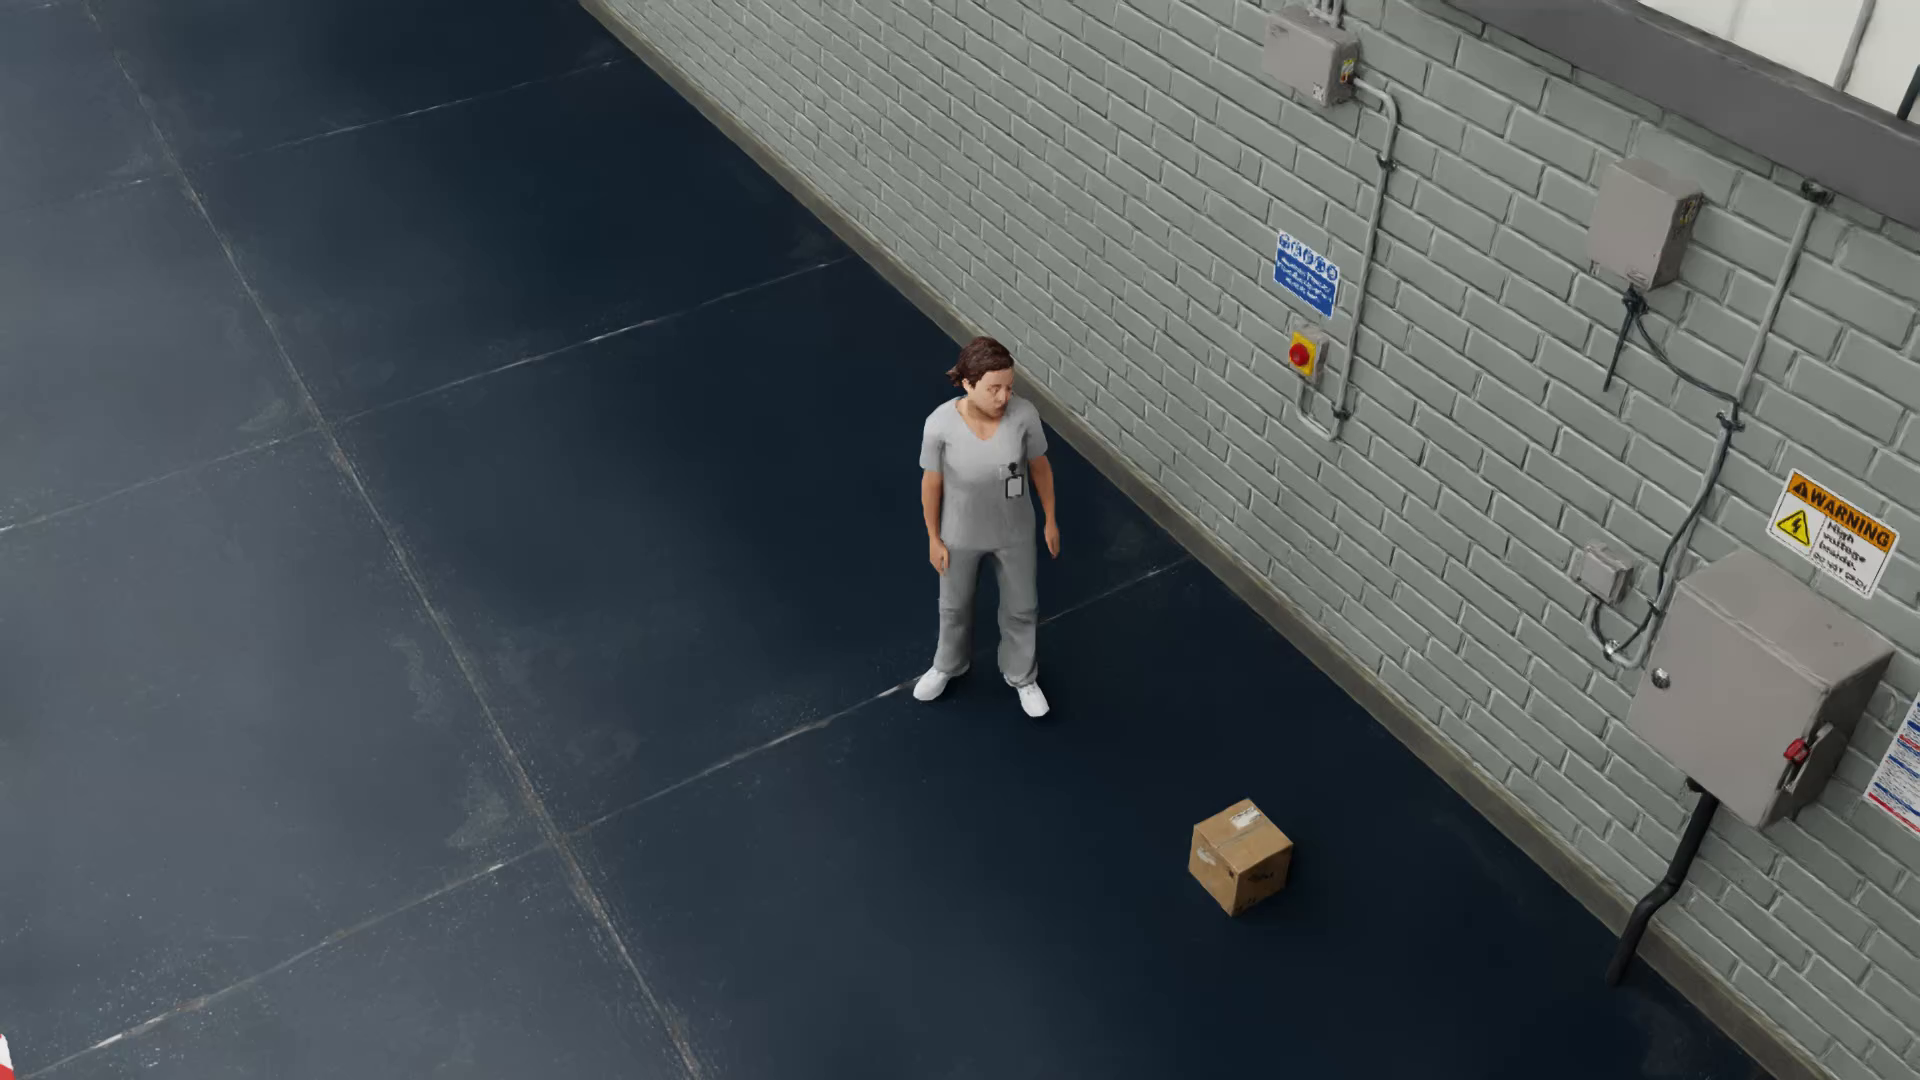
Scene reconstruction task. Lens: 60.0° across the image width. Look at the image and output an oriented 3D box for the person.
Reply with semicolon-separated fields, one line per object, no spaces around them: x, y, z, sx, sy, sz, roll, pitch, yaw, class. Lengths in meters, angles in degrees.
0.092;-0.027;6.153;0.564;1.676;0.380;-4;41;-4;person
